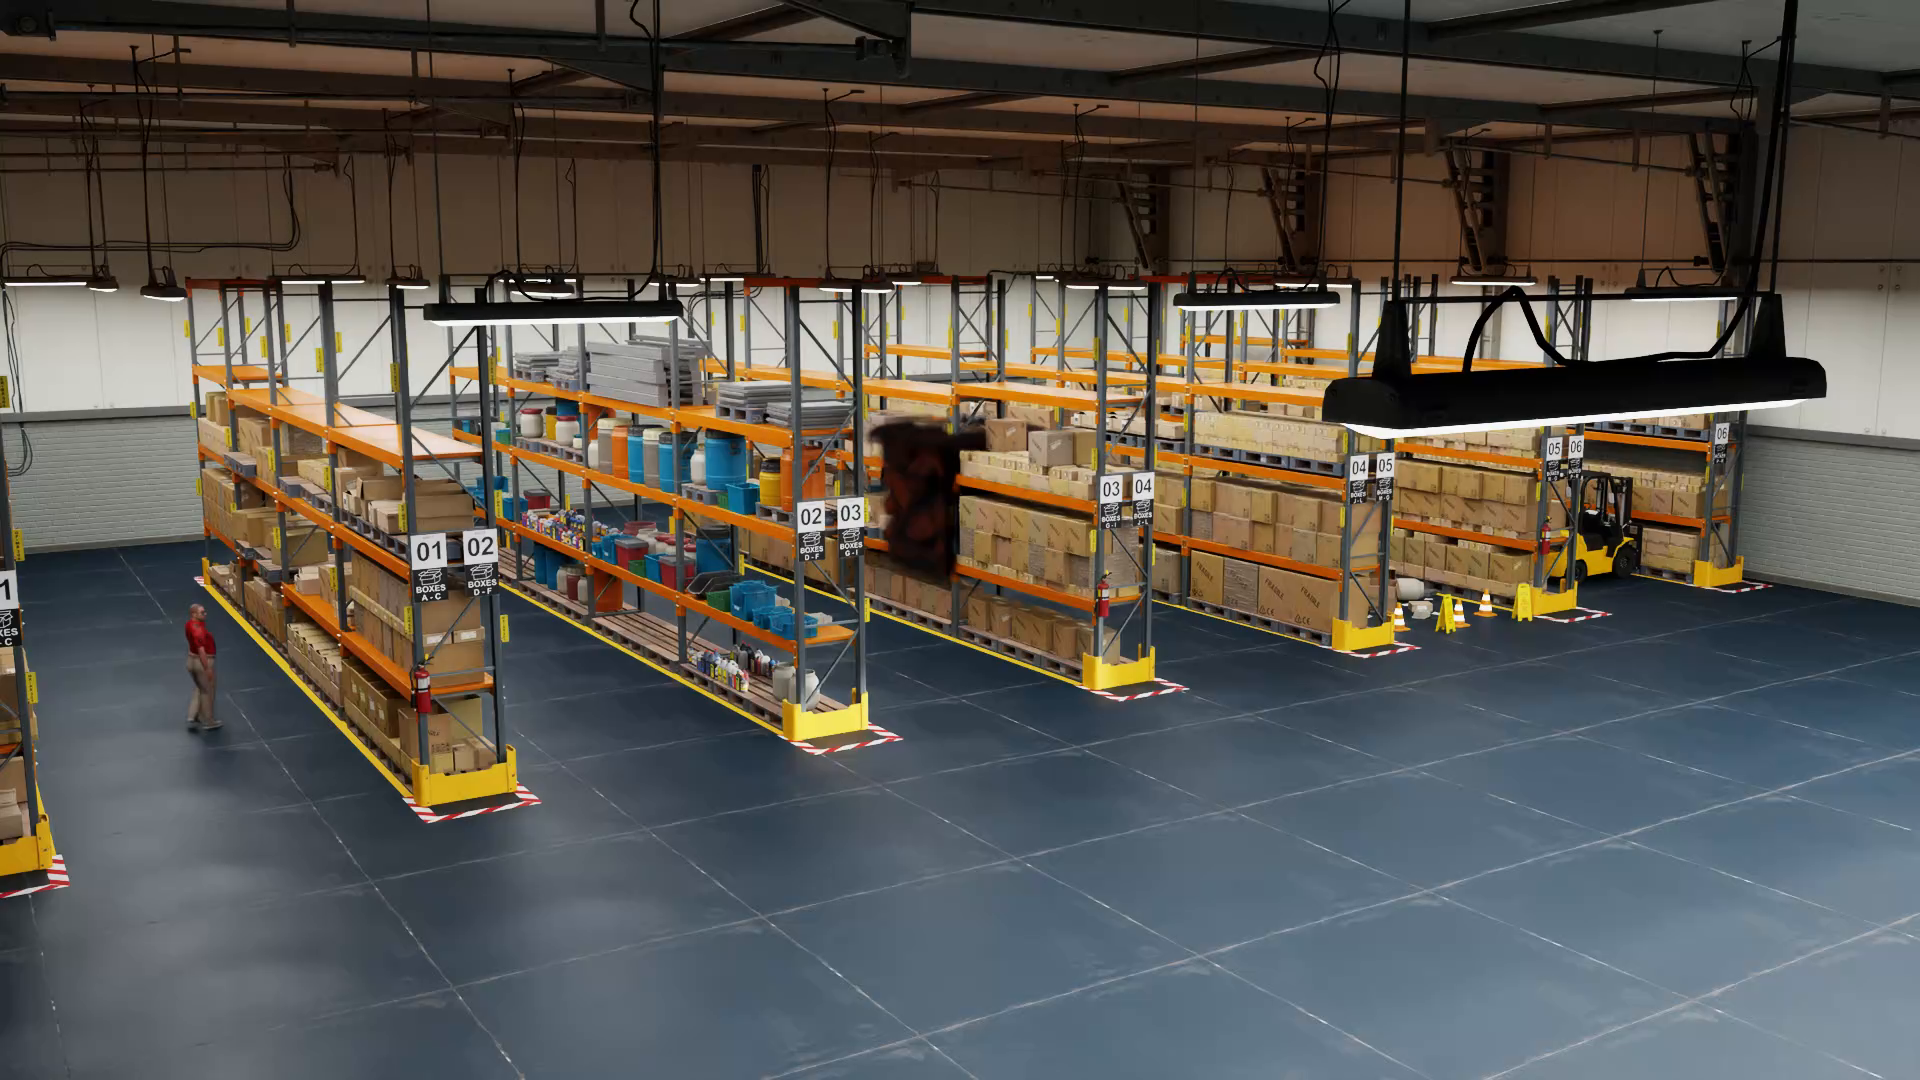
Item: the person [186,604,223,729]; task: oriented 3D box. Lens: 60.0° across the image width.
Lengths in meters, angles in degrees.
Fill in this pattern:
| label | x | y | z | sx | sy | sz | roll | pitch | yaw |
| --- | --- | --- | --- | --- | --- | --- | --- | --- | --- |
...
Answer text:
| label | x | y | z | sx | sy | sz | roll | pitch | yaw |
| --- | --- | --- | --- | --- | --- | --- | --- | --- | --- |
| person | -10.312 | 1.708 | 22.627 | 0.556 | 1.733 | 0.408 | 7 | 12 | 36 |
